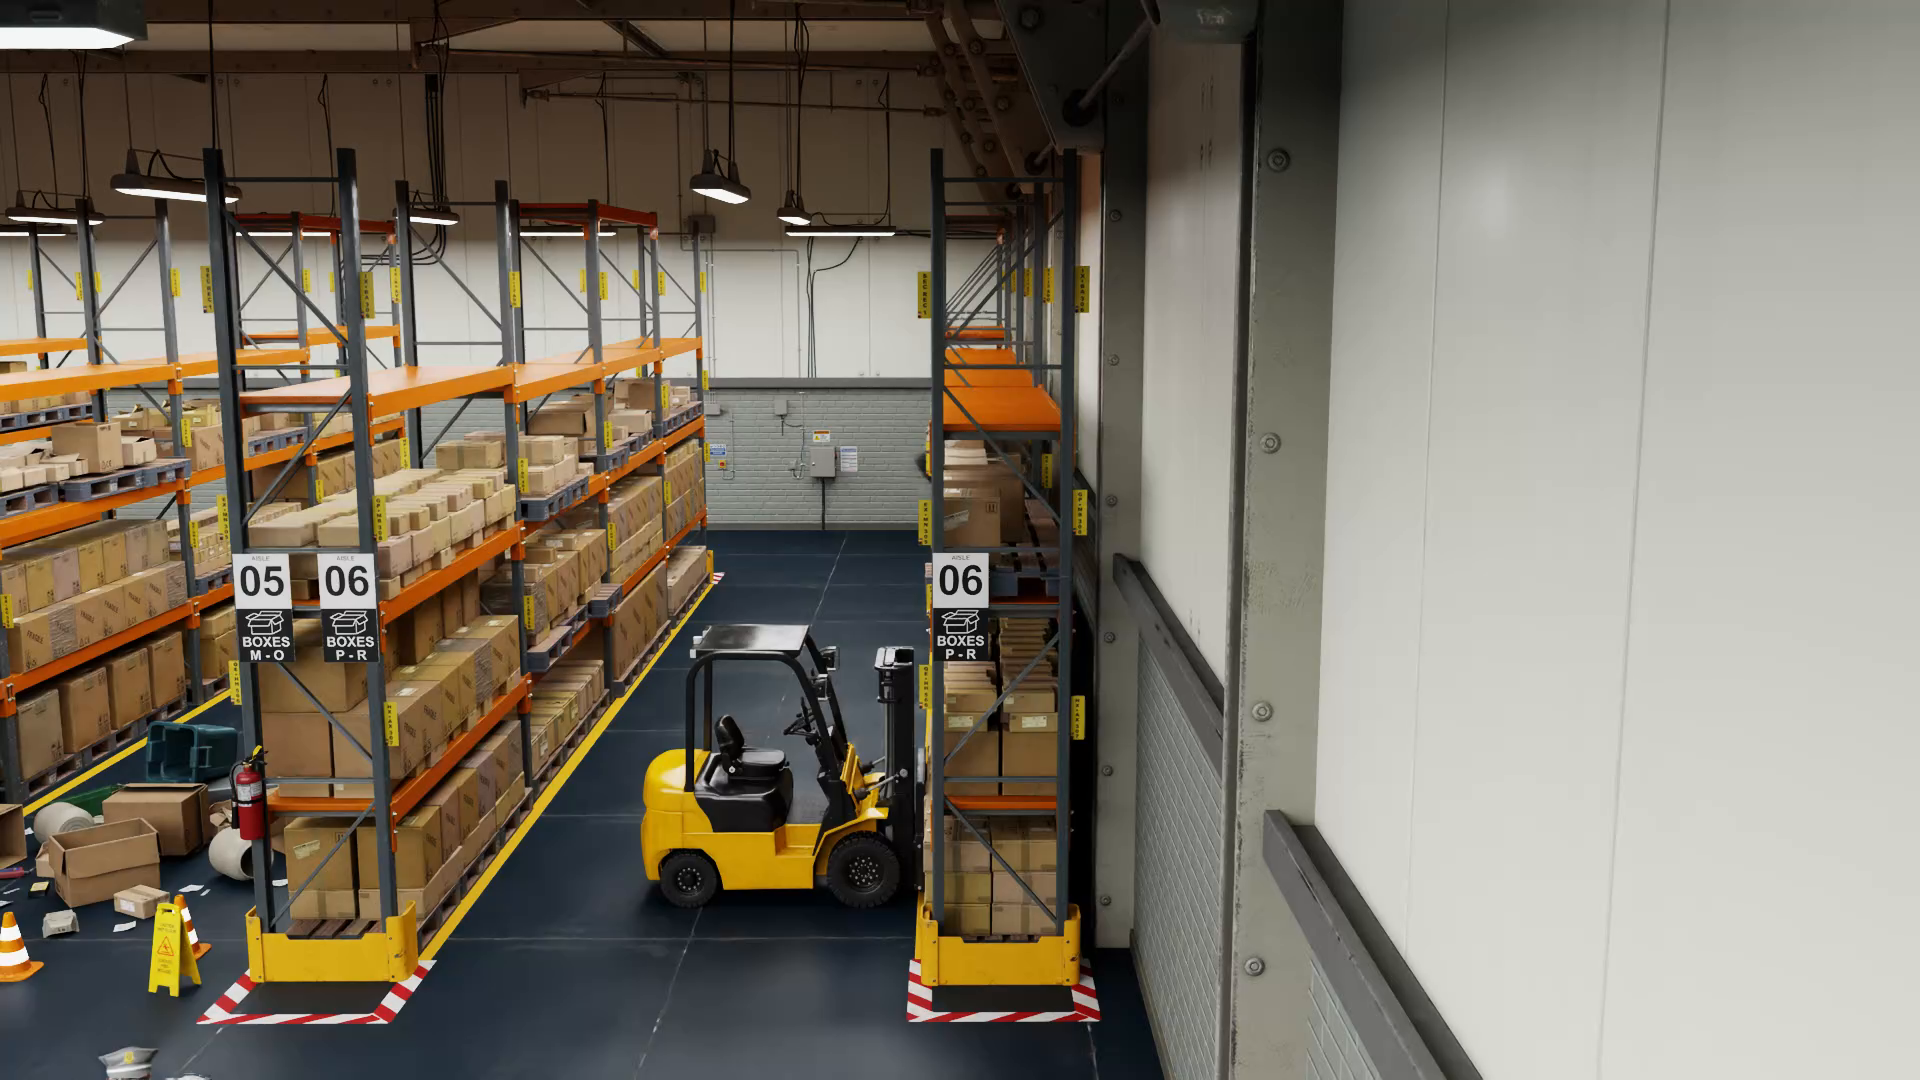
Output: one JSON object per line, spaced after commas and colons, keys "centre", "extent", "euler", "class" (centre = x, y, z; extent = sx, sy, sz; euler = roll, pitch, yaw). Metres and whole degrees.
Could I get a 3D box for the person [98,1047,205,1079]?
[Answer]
{"centre": [-3.710, 3.110, 7.620], "extent": [0.689, 1.805, 0.853], "euler": [-4, 10, -23], "class": "person"}
